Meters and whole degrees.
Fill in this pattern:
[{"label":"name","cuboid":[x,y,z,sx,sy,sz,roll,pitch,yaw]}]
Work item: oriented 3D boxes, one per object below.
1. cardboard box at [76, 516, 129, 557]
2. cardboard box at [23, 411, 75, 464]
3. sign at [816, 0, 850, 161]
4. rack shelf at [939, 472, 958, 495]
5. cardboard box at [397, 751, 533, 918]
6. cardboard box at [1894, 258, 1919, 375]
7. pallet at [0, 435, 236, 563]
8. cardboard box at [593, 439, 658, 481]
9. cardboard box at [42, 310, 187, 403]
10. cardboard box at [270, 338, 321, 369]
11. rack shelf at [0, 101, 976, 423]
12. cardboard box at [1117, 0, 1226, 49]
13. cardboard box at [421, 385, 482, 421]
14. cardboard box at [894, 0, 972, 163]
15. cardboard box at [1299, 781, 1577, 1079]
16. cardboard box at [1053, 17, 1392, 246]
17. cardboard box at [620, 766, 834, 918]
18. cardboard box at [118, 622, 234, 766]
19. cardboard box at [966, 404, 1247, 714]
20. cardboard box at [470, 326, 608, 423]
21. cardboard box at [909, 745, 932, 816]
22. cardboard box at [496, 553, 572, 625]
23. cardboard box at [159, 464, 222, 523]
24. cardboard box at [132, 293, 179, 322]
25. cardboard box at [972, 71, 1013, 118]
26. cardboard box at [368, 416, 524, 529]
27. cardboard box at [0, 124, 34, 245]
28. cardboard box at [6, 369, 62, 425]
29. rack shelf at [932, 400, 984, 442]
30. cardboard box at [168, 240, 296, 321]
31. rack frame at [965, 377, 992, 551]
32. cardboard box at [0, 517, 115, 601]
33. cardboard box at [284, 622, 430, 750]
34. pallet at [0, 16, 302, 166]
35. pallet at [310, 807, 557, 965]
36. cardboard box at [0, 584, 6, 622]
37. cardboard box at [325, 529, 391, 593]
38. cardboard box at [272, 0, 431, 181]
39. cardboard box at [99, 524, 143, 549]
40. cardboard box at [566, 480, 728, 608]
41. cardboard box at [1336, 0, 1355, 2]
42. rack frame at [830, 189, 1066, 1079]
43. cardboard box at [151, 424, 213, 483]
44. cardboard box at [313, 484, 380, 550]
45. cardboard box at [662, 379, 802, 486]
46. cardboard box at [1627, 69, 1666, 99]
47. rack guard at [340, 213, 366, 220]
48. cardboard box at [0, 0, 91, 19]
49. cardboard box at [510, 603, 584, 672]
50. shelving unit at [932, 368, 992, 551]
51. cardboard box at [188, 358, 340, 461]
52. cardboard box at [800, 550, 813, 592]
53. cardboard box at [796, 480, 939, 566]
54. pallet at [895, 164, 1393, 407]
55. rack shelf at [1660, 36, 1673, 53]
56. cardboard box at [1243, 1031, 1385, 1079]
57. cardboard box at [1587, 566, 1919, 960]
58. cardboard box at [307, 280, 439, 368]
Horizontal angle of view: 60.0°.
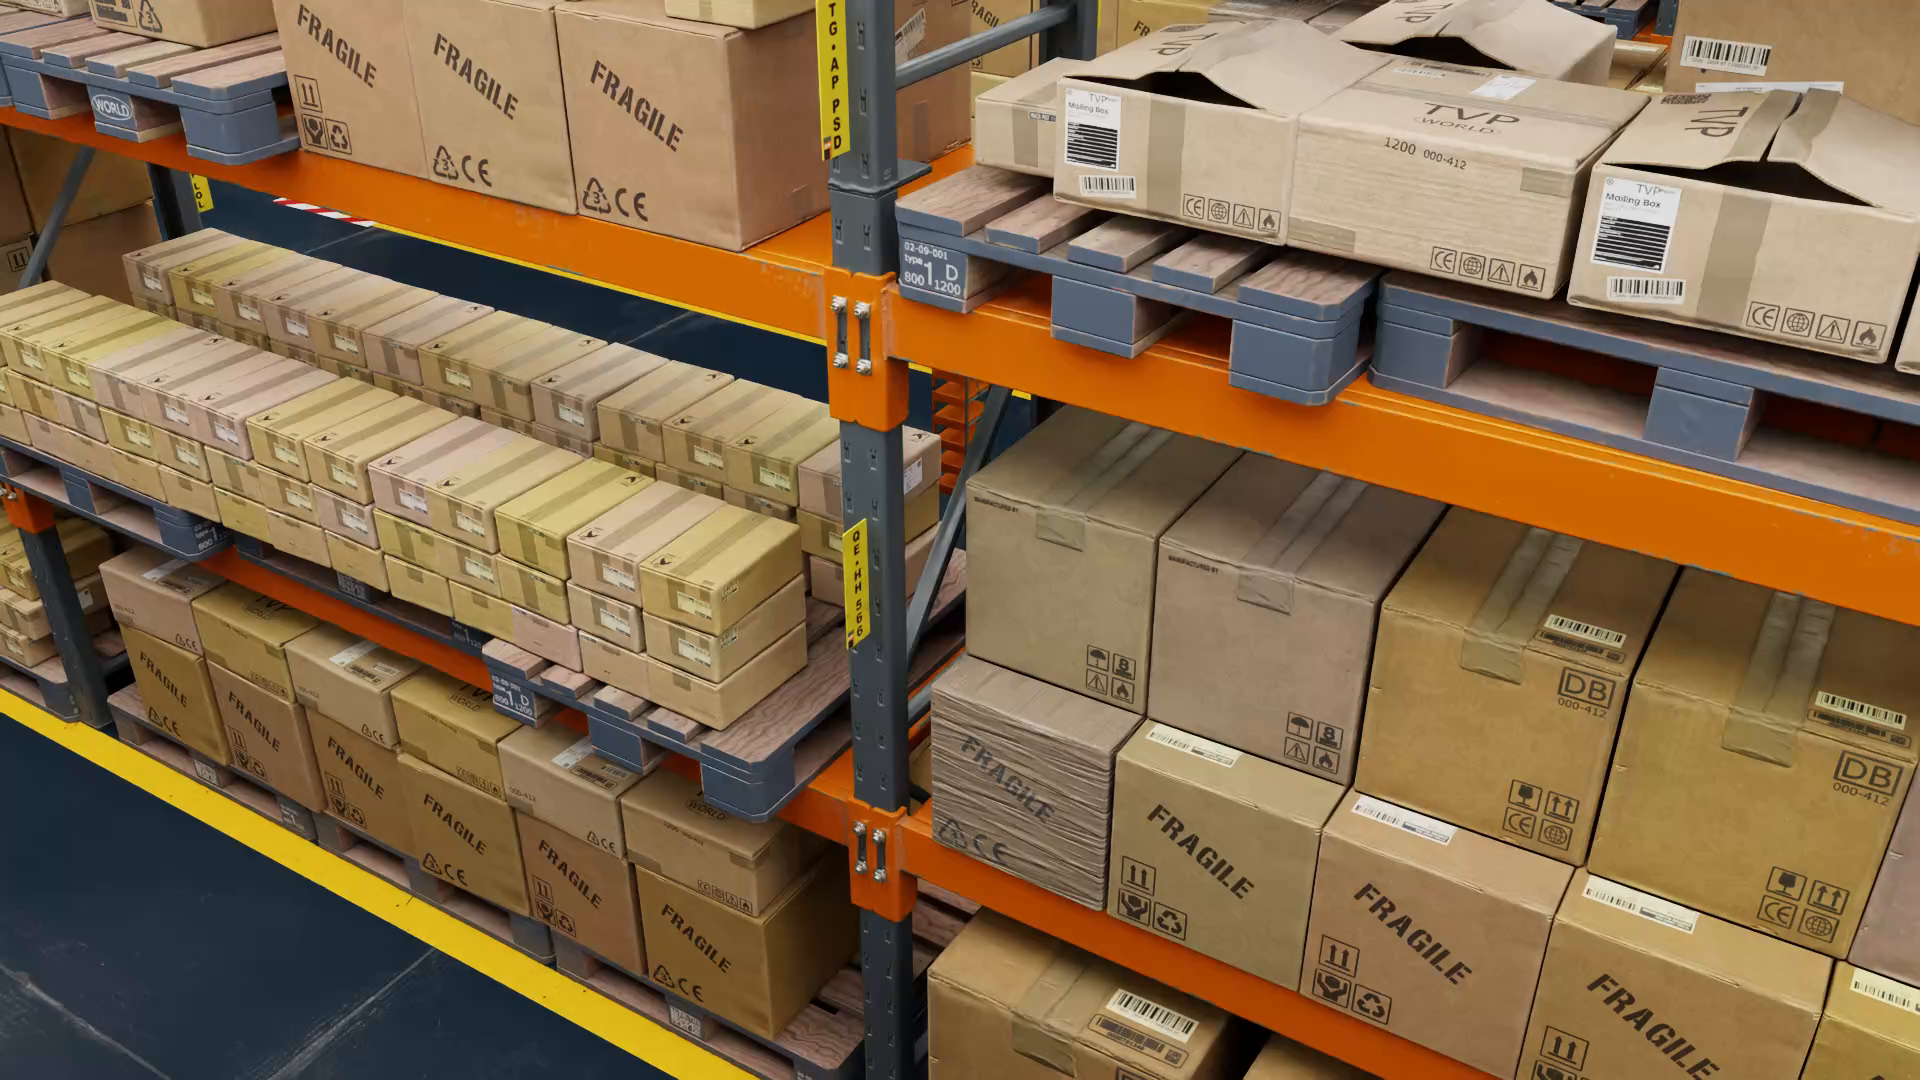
[{"label":"cardboard box","cuboid":[-3.754,-0.074,7.517,0.250,0.149,0.380,18,35,28]},{"label":"cardboard box","cuboid":[-3.028,-0.431,5.845,0.250,0.149,0.380,18,35,28]},{"label":"sign","cuboid":[-0.258,-0.948,3.409,0.005,0.325,0.100,18,35,27]},{"label":"rack shelf","cuboid":[0.012,-0.269,8.084,0.180,0.103,0.258,18,35,27]},{"label":"cardboard box","cuboid":[-1.558,0.898,5.799,0.500,0.500,0.500,16,34,25]},{"label":"cardboard box","cuboid":[1.819,-0.446,2.634,0.500,0.311,0.500,16,34,26]},{"label":"pallet","cuboid":[-2.785,-0.382,6.119,1.213,0.211,1.003,18,35,27]},{"label":"cardboard box","cuboid":[-0.942,-0.286,5.302,0.250,0.149,0.380,18,35,28]},{"label":"cardboard box","cuboid":[-2.811,-0.618,5.575,0.250,0.149,0.380,18,35,28]},{"label":"cardboard box","cuboid":[-2.247,-0.702,6.014,0.250,0.149,0.380,16,34,26]},{"label":"rack shelf","cuboid":[-1.661,-1.181,5.035,4.000,0.370,1.077,18,35,27]},{"label":"cardboard box","cuboid":[1.146,-2.572,8.591,0.500,0.500,0.500,18,35,27]},{"label":"cardboard box","cuboid":[-1.592,-0.492,5.654,0.250,0.149,0.380,19,35,29]},{"label":"cardboard box","cuboid":[-0.310,-1.266,4.367,0.500,0.500,0.500,18,35,27]},{"label":"cardboard box","cuboid":[1.128,0.802,3.799,0.500,0.500,0.500,18,35,27]},{"label":"cardboard box","cuboid":[0.529,-0.854,3.334,0.500,0.311,0.500,18,35,27]},{"label":"cardboard box","cuboid":[-0.686,0.843,5.149,0.500,0.250,0.500,17,34,26]},{"label":"cardboard box","cuboid":[-2.870,0.477,6.519,0.500,0.500,0.500,19,35,29]},{"label":"cardboard box","cuboid":[0.408,-0.011,4.201,0.500,0.500,0.700,17,34,27]},{"label":"cardboard box","cuboid":[-1.370,-0.548,5.455,0.250,0.149,0.380,19,35,29]},{"label":"cardboard box","cuboid":[-0.431,0.939,5.727,0.500,0.500,0.500,16,34,25]},{"label":"cardboard box","cuboid":[-1.079,0.060,4.708,0.250,0.149,0.380,18,35,28]},{"label":"cardboard box","cuboid":[-2.391,-0.227,5.495,0.250,0.149,0.380,16,34,25]},{"label":"cardboard box","cuboid":[-2.913,-0.911,6.373,0.250,0.149,0.380,19,35,29]},{"label":"cardboard box","cuboid":[0.283,-2.511,9.229,0.500,0.250,0.500,18,35,28]},{"label":"cardboard box","cuboid":[-1.489,-0.202,4.861,0.250,0.149,0.380,18,35,27]},{"label":"cardboard box","cuboid":[-3.897,-1.346,6.194,0.500,0.500,0.500,16,34,26]},{"label":"cardboard box","cuboid":[-3.046,-0.563,5.776,0.250,0.149,0.380,17,34,26]},{"label":"rack shelf","cuboid":[0.012,-0.580,7.903,0.180,0.103,0.258,18,35,27]},{"label":"cardboard box","cuboid":[-2.683,-0.966,6.172,0.250,0.149,0.380,16,34,26]},{"label":"rack frame","cuboid":[0.090,-0.490,7.899,0.006,1.200,0.240,18,35,27]},{"label":"cardboard box","cuboid":[-3.795,0.077,6.964,0.250,0.149,0.380,19,35,29]},{"label":"cardboard box","cuboid":[-1.988,0.433,5.851,0.500,0.250,0.500,19,35,29]},{"label":"pallet","cuboid":[-2.009,-1.459,4.984,1.003,0.211,1.213,18,35,27]},{"label":"pallet","cuboid":[-1.658,1.007,6.315,1.213,0.211,1.003,18,35,27]},{"label":"cardboard box","cuboid":[-4.027,0.173,7.093,0.250,0.149,0.380,16,34,25]},{"label":"cardboard box","cuboid":[-1.713,-0.015,5.132,0.250,0.149,0.380,19,35,29]},{"label":"cardboard box","cuboid":[-1.438,-1.308,4.439,0.500,0.500,0.500,18,35,27]},{"label":"cardboard box","cuboid":[-3.537,-0.120,7.301,0.250,0.149,0.380,19,35,29]},{"label":"cardboard box","cuboid":[-0.838,0.006,4.506,0.250,0.149,0.380,17,34,27]},{"label":"cardboard box","cuboid":[1.866,-2.641,8.708,0.500,0.500,0.500,18,35,28]},{"label":"rack frame","cuboid":[0.033,0.339,4.691,0.127,3.000,1.000,18,35,27]},{"label":"cardboard box","cuboid":[-2.377,-0.353,5.416,0.250,0.149,0.380,19,35,29]},{"label":"cardboard box","cuboid":[-1.722,-0.145,5.058,0.250,0.149,0.380,19,35,29]},{"label":"cardboard box","cuboid":[-0.690,-0.335,5.090,0.250,0.149,0.380,17,34,27]},{"label":"cardboard box","cuboid":[3.282,-1.797,7.543,0.500,0.500,0.500,20,35,30]},{"label":"rack guard","cuboid":[-4.218,-2.870,12.674,0.348,0.500,1.175,18,35,27]},{"label":"cardboard box","cuboid":[-2.722,-1.845,5.131,0.500,0.311,0.500,17,34,27]},{"label":"cardboard box","cuboid":[-1.057,0.195,4.772,0.250,0.149,0.380,18,35,28]},{"label":"shelving unit","cuboid":[0.012,-0.514,7.941,0.189,1.200,0.258,18,35,27]},{"label":"cardboard box","cuboid":[-2.170,-0.414,5.225,0.250,0.149,0.380,19,35,29]},{"label":"cardboard box","cuboid":[-0.466,-0.011,5.125,0.250,0.149,0.380,19,35,30]},{"label":"cardboard box","cuboid":[-0.270,-0.077,4.943,0.250,0.149,0.380,19,35,29]},{"label":"pallet","cuboid":[0.606,-0.725,3.726,1.003,0.211,1.213,19,35,30]},{"label":"rack shelf","cuboid":[6.908,-3.073,11.255,4.000,0.370,1.077,18,35,27]},{"label":"cardboard box","cuboid":[1.243,1.564,4.408,0.750,0.750,1.050,18,35,28]},{"label":"cardboard box","cuboid":[1.705,0.397,3.501,0.500,0.500,0.700,17,34,27]},{"label":"cardboard box","cuboid":[-2.037,-0.759,5.816,0.250,0.149,0.380,16,34,26]}]
